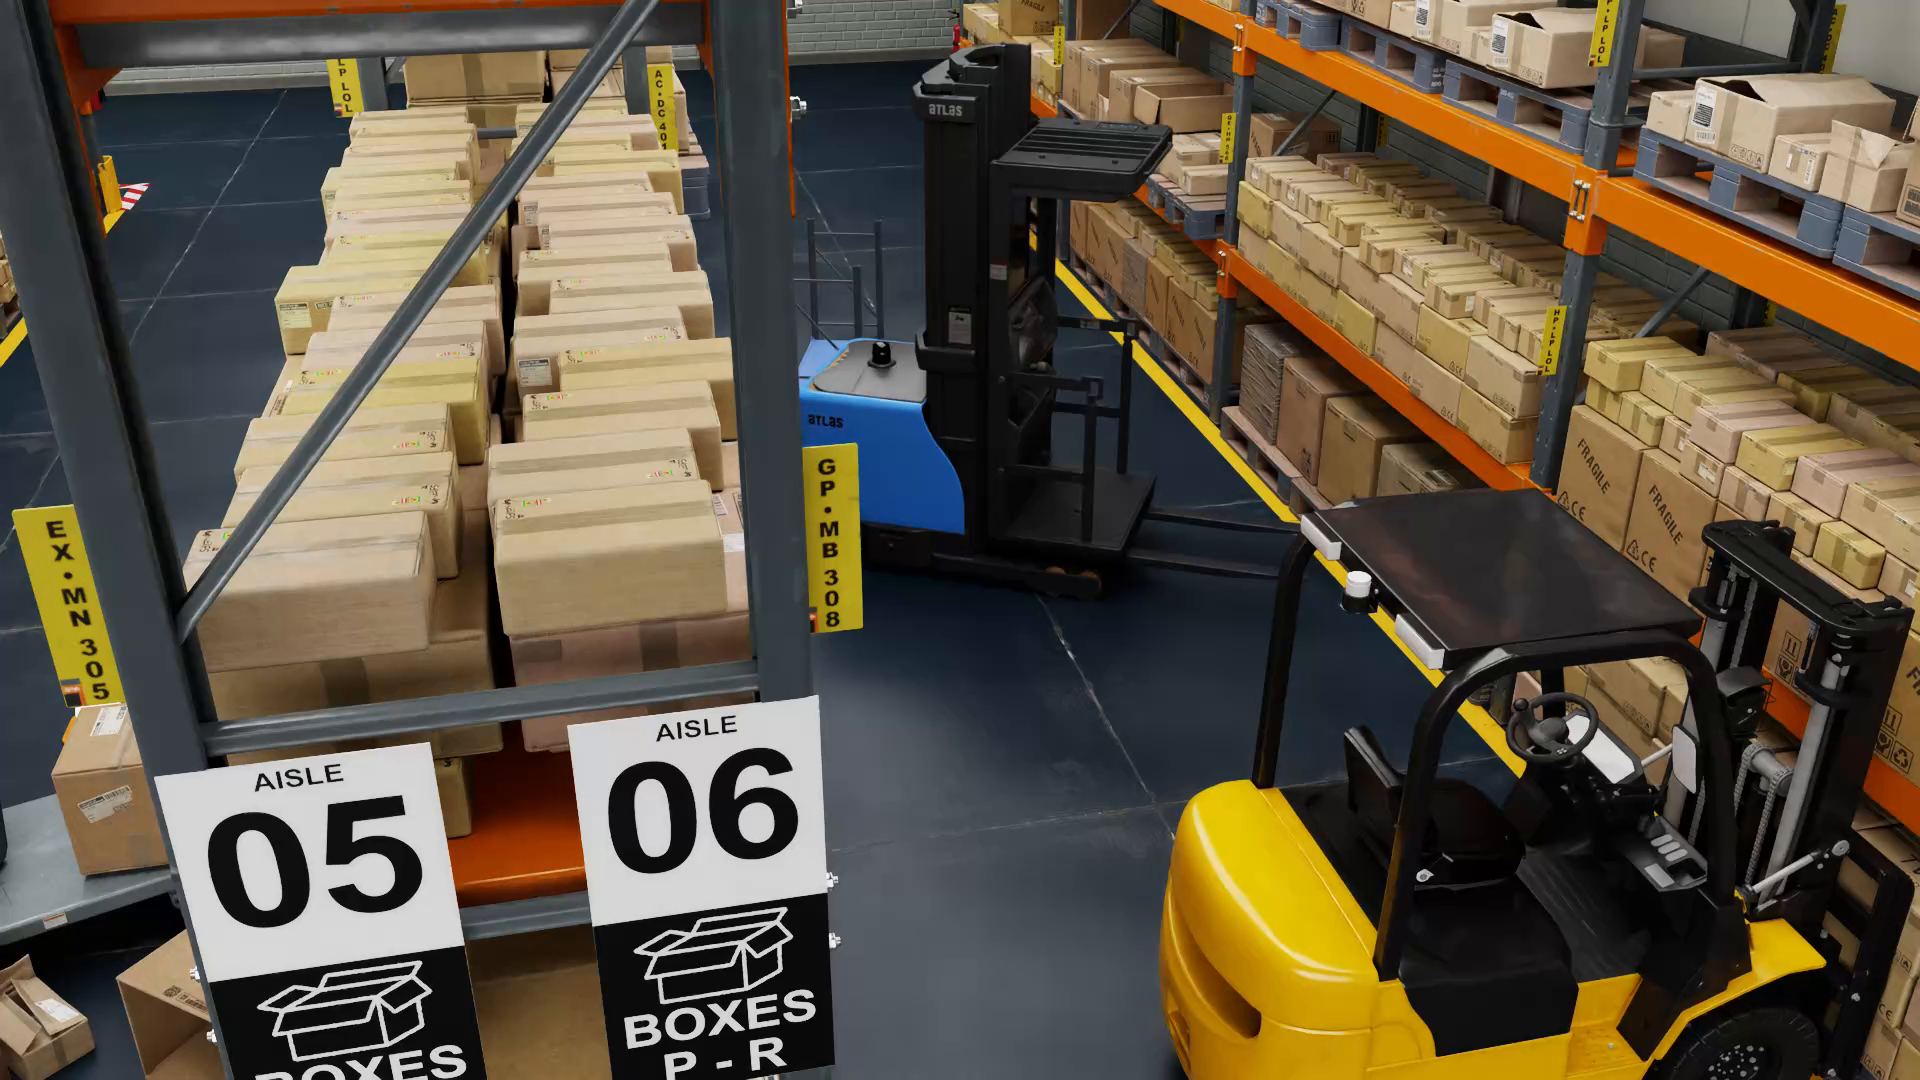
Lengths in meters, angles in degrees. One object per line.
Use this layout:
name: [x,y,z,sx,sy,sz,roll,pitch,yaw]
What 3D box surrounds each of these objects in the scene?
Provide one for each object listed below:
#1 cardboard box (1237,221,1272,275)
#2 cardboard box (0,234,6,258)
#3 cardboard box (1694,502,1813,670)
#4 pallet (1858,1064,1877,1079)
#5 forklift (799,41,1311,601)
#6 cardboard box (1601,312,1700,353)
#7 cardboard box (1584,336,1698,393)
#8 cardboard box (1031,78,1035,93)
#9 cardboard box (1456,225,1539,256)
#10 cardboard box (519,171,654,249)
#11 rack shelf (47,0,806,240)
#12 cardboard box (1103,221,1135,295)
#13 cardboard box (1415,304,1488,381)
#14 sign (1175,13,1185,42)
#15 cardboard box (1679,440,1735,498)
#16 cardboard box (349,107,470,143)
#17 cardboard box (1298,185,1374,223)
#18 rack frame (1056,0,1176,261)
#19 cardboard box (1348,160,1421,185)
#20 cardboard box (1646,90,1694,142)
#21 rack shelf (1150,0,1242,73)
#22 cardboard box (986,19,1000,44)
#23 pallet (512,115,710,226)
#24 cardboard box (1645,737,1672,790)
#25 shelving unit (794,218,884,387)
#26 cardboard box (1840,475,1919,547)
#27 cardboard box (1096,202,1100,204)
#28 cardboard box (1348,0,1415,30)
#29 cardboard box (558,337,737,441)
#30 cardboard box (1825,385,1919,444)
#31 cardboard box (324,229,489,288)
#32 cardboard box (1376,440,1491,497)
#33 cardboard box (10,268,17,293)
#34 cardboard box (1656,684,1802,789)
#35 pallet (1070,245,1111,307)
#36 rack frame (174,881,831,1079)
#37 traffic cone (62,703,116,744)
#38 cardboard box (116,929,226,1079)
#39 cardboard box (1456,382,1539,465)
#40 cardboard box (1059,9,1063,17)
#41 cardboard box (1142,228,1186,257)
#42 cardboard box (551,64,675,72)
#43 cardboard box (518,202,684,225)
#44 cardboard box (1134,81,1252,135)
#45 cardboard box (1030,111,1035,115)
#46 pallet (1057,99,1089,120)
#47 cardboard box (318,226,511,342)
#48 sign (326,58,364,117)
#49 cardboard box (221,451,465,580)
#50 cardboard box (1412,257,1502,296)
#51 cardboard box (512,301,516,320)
cardboard box: [2.159,-1.945,10.941,0.500,0.250,0.500,-6,27,-11]
cardboard box: [-8.120,-2.414,13.742,0.380,0.149,0.250,-5,27,-9]
cardboard box: [3.293,0.150,6.512,0.500,0.500,0.500,-6,27,-12]
pallet: [3.887,2.194,5.669,1.003,0.211,1.213,-6,27,-12]
forklift: [0.604,-1.227,9.428,3.031,2.935,1.130,8,28,15]
cardboard box: [3.328,-0.986,8.043,0.380,0.149,0.250,-7,28,-13]
cardboard box: [2.981,-0.773,7.291,0.380,0.149,0.250,-5,27,-11]
cardboard box: [0.883,-4.331,15.781,0.380,0.149,0.250,-5,27,-10]
cardboard box: [3.030,-1.660,9.379,0.380,0.149,0.250,-6,27,-11]
cardboard box: [-1.103,-0.980,4.928,0.380,0.149,0.250,-6,28,-13]
rack shelf: [-1.186,-1.447,3.933,1.077,0.370,4.000,-6,27,-12]
cardboard box: [1.523,-2.372,13.928,0.500,0.500,0.500,-7,28,-13]
cardboard box: [2.716,-1.047,8.606,0.500,0.250,0.500,-7,28,-13]
sign: [1.936,-4.562,14.675,0.100,0.325,0.005,-6,27,-12]
cardboard box: [3.143,-0.302,6.689,0.380,0.149,0.250,-5,27,-10]
cardboard box: [-1.884,-1.381,5.723,0.380,0.149,0.250,-6,27,-13]
cardboard box: [2.298,-2.055,10.162,0.380,0.149,0.250,-6,27,-11]
rack frame: [1.396,-3.988,14.821,1.000,3.000,0.127,-6,27,-12]
cardboard box: [2.735,-2.340,10.726,0.380,0.149,0.250,-5,27,-10]
cardboard box: [3.004,-1.707,6.675,0.380,0.149,0.250,-5,27,-11]
rack shelf: [1.846,-4.128,12.568,1.077,0.370,4.000,-6,27,-12]
cardboard box: [0.565,-5.139,16.940,0.500,0.250,0.500,-6,27,-13]
pallet: [-1.672,-1.507,6.786,1.213,0.211,1.003,-6,27,-12]
cardboard box: [3.224,1.028,6.916,0.500,0.250,0.500,-6,27,-12]
shelving unit: [-0.823,-1.261,11.083,0.538,1.500,1.048,2,27,4]
cardboard box: [3.422,-0.107,5.973,0.380,0.149,0.250,-6,27,-11]
cardboard box: [1.355,-3.051,14.553,0.380,0.149,0.250,-7,28,-13]
cardboard box: [2.452,-3.058,8.962,0.500,0.500,0.500,-5,27,-10]
cardboard box: [-0.669,-0.316,3.613,0.380,0.149,0.250,-6,27,-12]
cardboard box: [3.771,-0.500,6.752,0.380,0.149,0.250,-6,27,-13]
cardboard box: [-1.453,-0.707,4.387,0.380,0.149,0.250,-5,27,-11]
cardboard box: [2.903,-0.172,9.432,0.875,0.625,0.625,-6,27,-12]
cardboard box: [-8.068,-2.159,13.896,0.380,0.149,0.250,-5,27,-10]
cardboard box: [3.231,0.805,6.802,0.500,0.250,0.500,-5,27,-10]
pallet: [1.616,-2.389,14.750,1.003,0.211,1.213,-6,27,-12]
rack frame: [-0.735,1.786,3.382,1.000,3.000,0.127,-6,27,-12]
traffic cone: [-4.320,0.735,8.281,0.336,0.463,0.334,-6,27,-12]
cardboard box: [-2.721,1.753,6.218,0.500,0.500,0.500,13,30,24]
cardboard box: [2.830,-0.603,8.283,0.500,0.250,0.500,-5,27,-10]
cardboard box: [0.971,-5.408,17.472,0.500,0.250,0.500,-6,27,-11]
cardboard box: [1.668,-2.369,13.202,0.380,0.149,0.250,-7,28,-14]
cardboard box: [-1.493,-1.949,7.155,0.500,0.250,0.500,-6,27,-12]
cardboard box: [-1.160,-0.987,5.383,0.500,0.250,0.500,-6,27,-12]
cardboard box: [1.749,-3.163,12.607,0.797,0.503,0.637,-7,28,-13]
cardboard box: [0.540,-4.539,18.217,0.797,0.503,0.637,-7,28,-14]
pallet: [1.469,-3.540,14.148,1.003,0.211,1.213,-6,27,-12]
cardboard box: [-1.579,-0.707,4.830,0.500,0.250,0.500,-6,27,-11]
sign: [-2.177,-1.658,5.866,0.100,0.325,0.005,-6,27,-12]
cardboard box: [-1.120,-0.032,3.050,0.380,0.149,0.250,-5,27,-11]
cardboard box: [2.639,-1.385,8.834,0.380,0.149,0.250,-7,28,-13]
cardboard box: [-1.637,-0.817,5.489,0.380,0.149,0.250,-6,27,-12]
